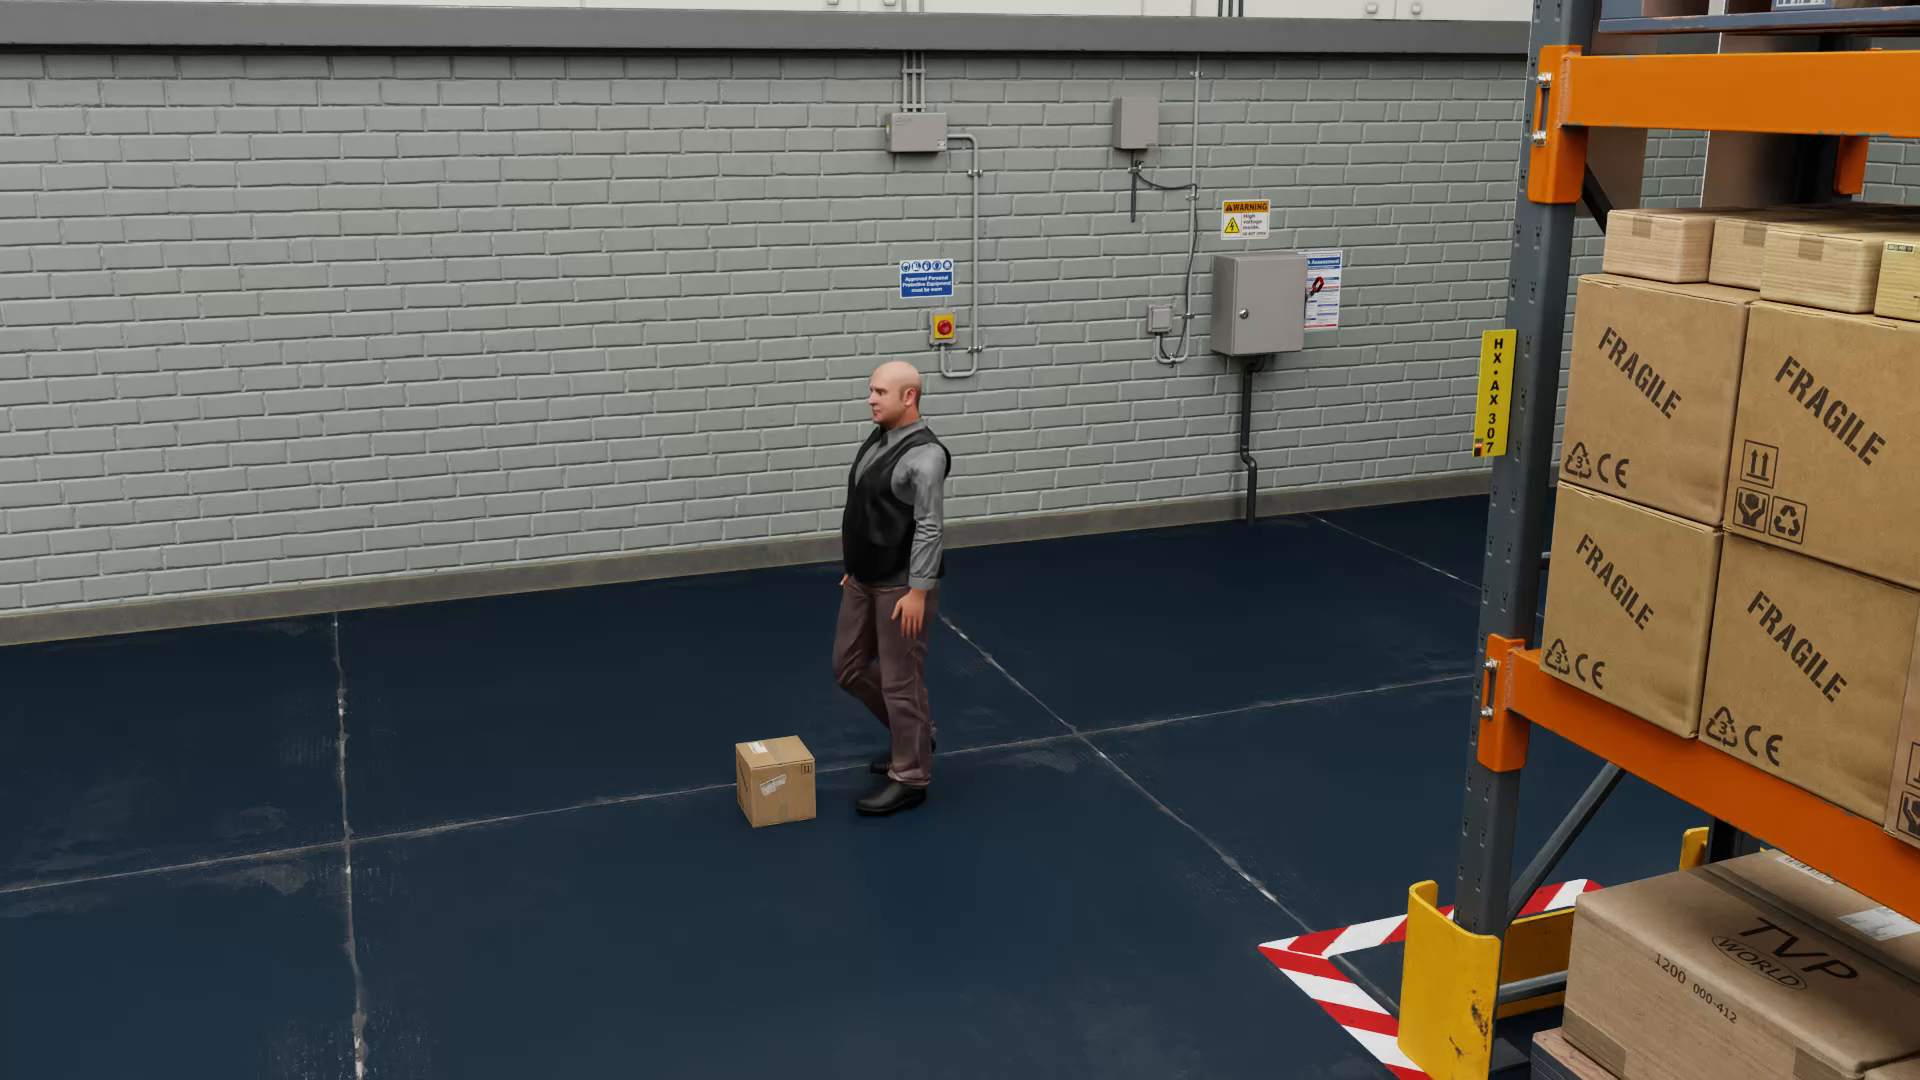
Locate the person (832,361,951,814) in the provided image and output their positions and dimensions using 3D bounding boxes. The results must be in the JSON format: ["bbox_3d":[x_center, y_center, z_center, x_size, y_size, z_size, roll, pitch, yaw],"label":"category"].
[{"bbox_3d":[-0.256,0.172,6.405,0.439,1.728,0.554,-8,17,-25],"label":"person"}]
